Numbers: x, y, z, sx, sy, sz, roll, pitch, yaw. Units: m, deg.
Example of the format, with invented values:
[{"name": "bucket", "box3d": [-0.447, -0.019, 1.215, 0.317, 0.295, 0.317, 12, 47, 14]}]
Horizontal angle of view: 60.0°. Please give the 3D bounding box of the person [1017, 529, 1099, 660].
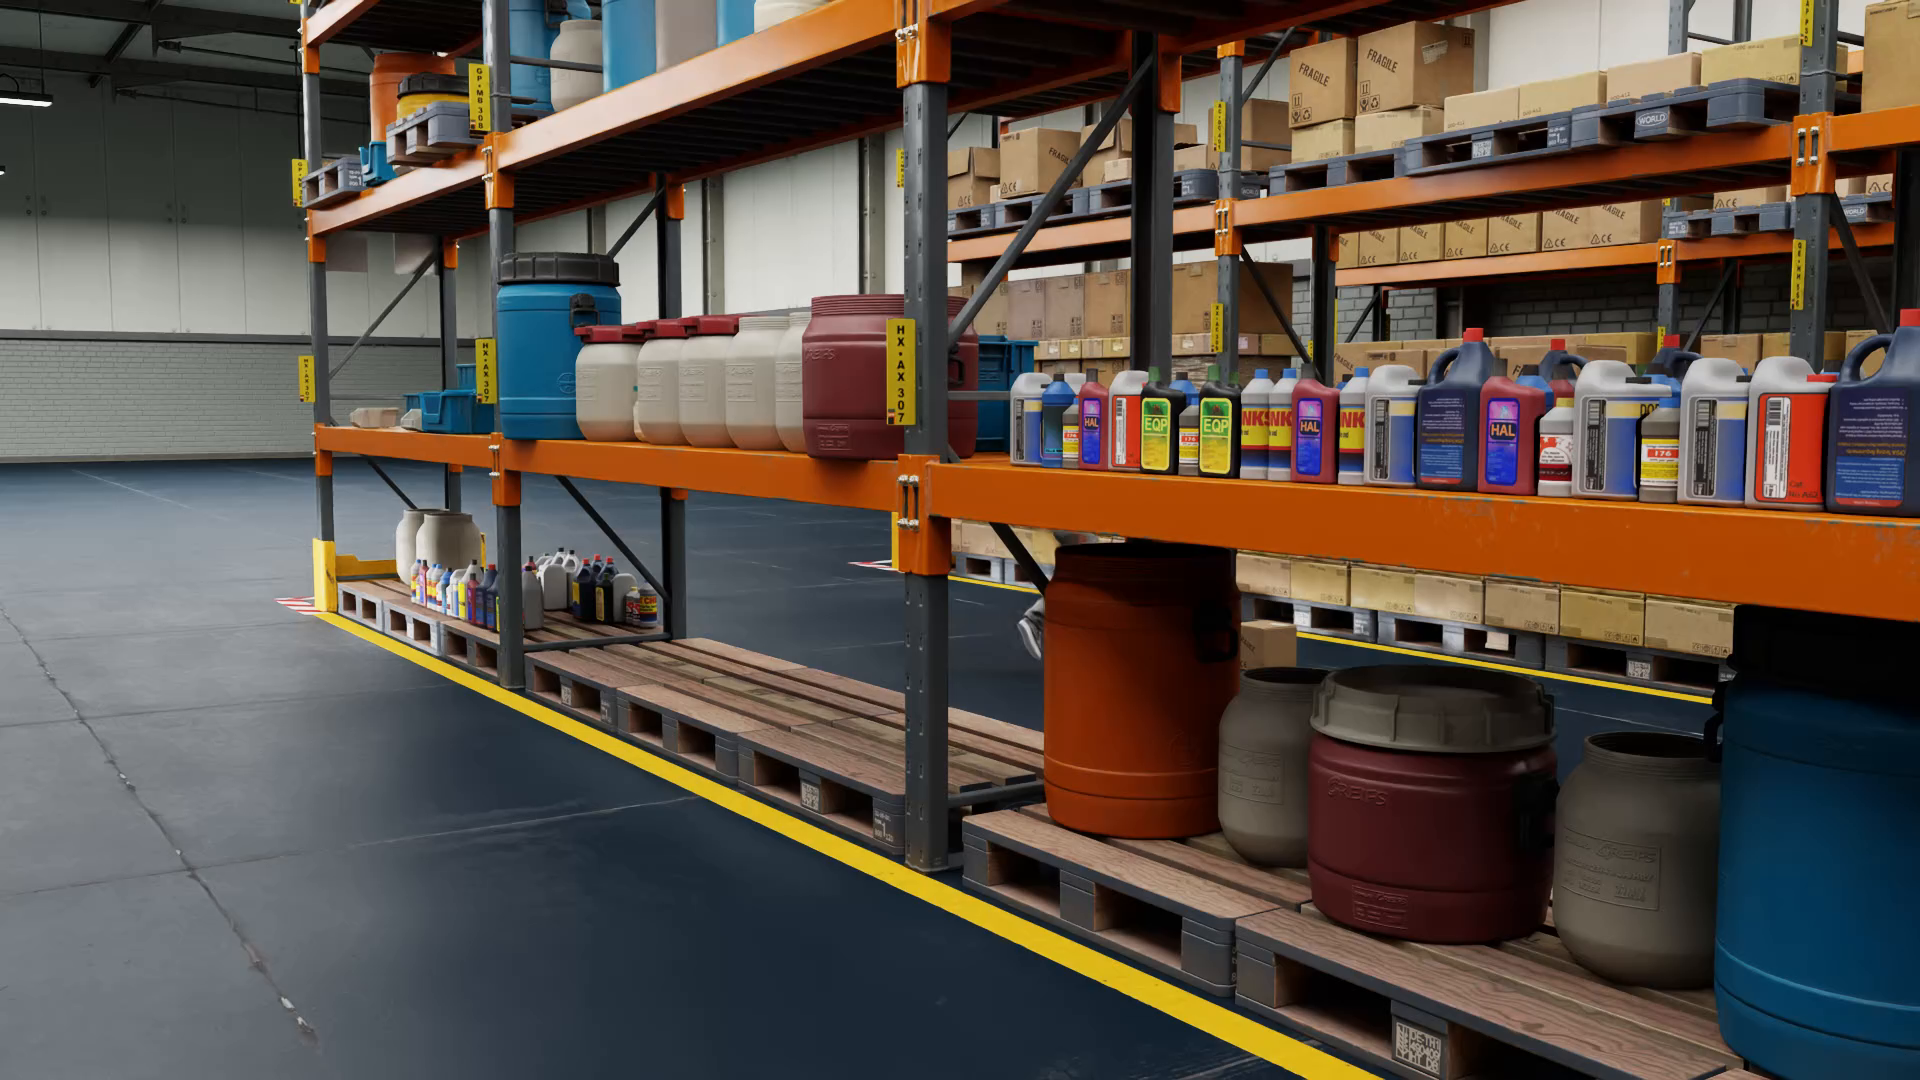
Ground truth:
[{"name": "person", "box3d": [0.598, -0.078, 9.016, 0.557, 1.589, 0.439, -1, 5, -9]}]
